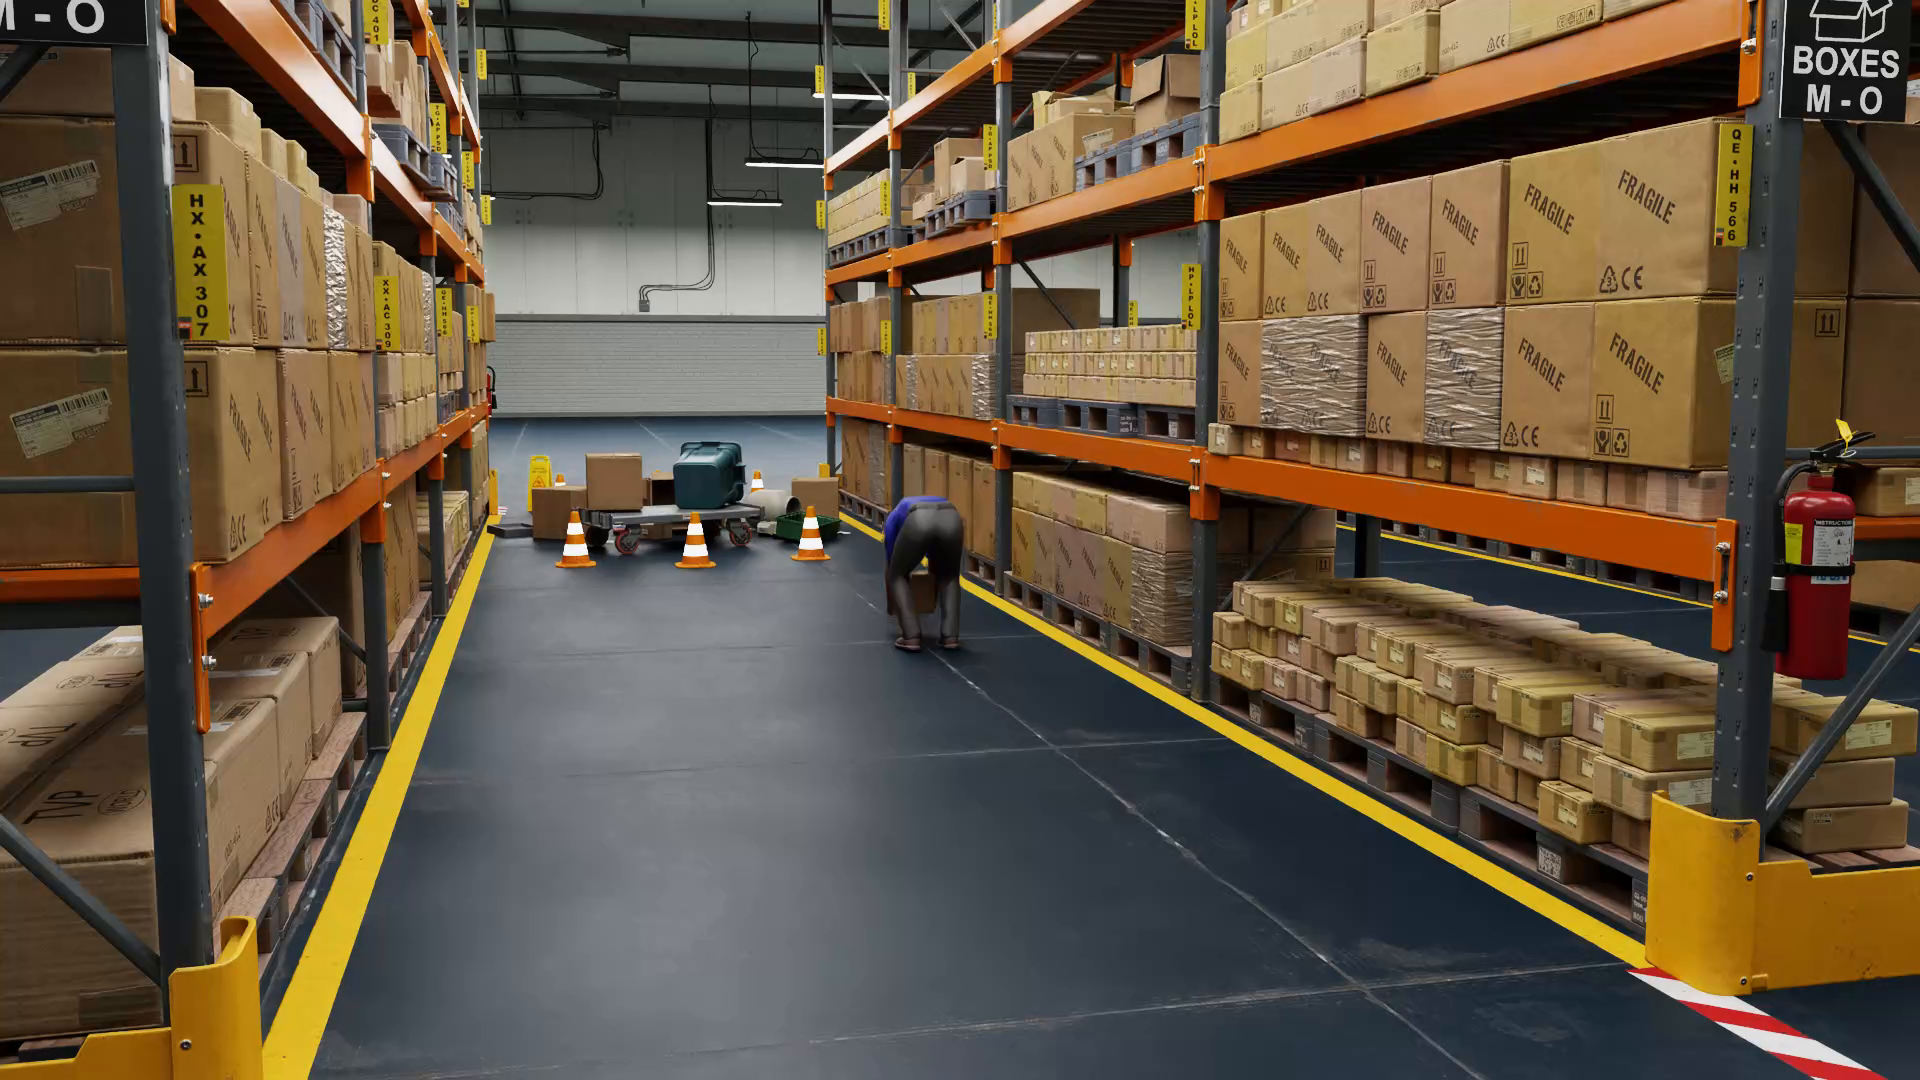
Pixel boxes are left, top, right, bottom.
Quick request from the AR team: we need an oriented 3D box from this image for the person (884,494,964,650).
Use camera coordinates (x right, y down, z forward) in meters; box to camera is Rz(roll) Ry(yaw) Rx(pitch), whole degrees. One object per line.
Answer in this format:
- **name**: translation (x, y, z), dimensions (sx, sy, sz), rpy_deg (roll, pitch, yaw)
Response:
- **person**: translation (-0.247, 0.183, 10.350), dimensions (0.450, 0.941, 0.875), rpy_deg (-2, 6, -16)
